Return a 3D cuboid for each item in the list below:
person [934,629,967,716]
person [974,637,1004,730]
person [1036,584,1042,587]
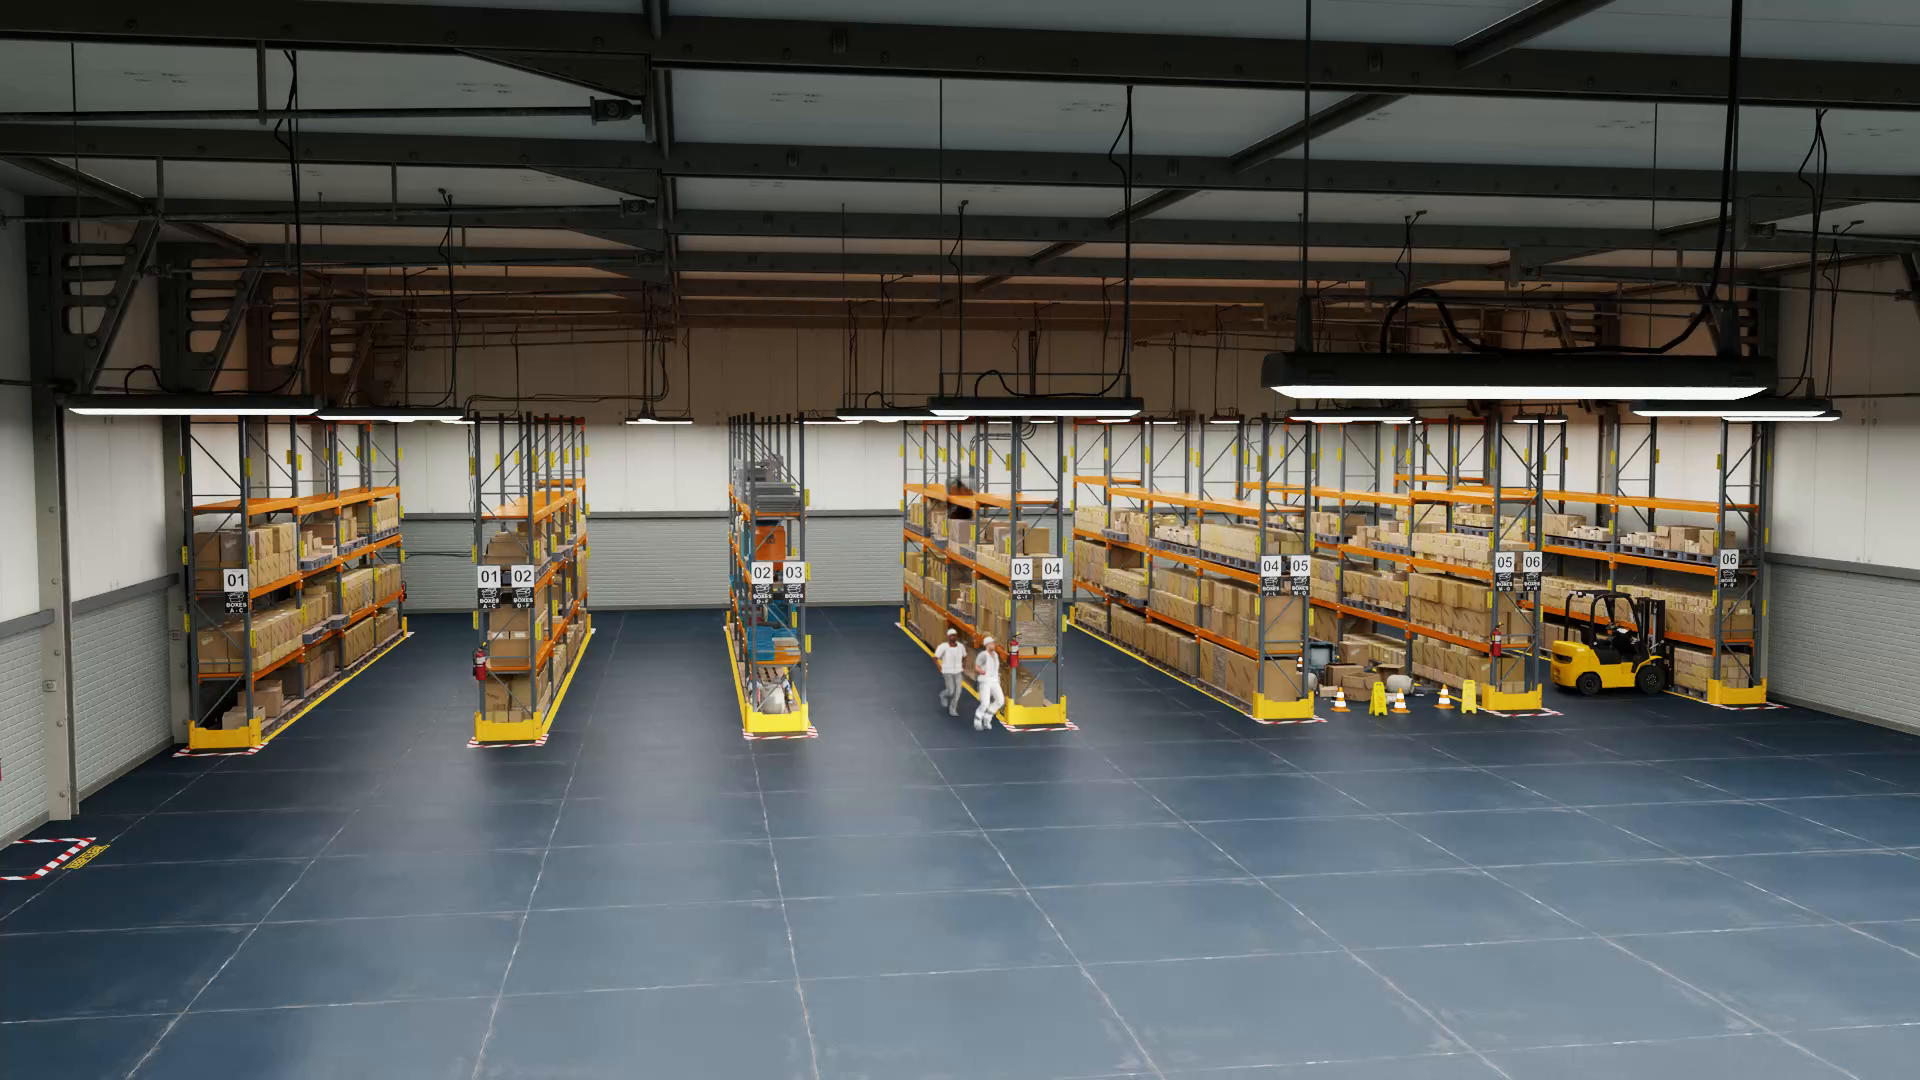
[{"bbox_3d":[-0.163,2.619,33.061,0.702,1.721,0.589,-2,4,-21],"label":"person"},{"bbox_3d":[0.578,2.704,31.370,0.666,1.757,0.602,-4,5,-43],"label":"person"},{"bbox_3d":[2.025,1.618,48.039,0.771,1.676,0.656,0,4,4],"label":"person"}]
